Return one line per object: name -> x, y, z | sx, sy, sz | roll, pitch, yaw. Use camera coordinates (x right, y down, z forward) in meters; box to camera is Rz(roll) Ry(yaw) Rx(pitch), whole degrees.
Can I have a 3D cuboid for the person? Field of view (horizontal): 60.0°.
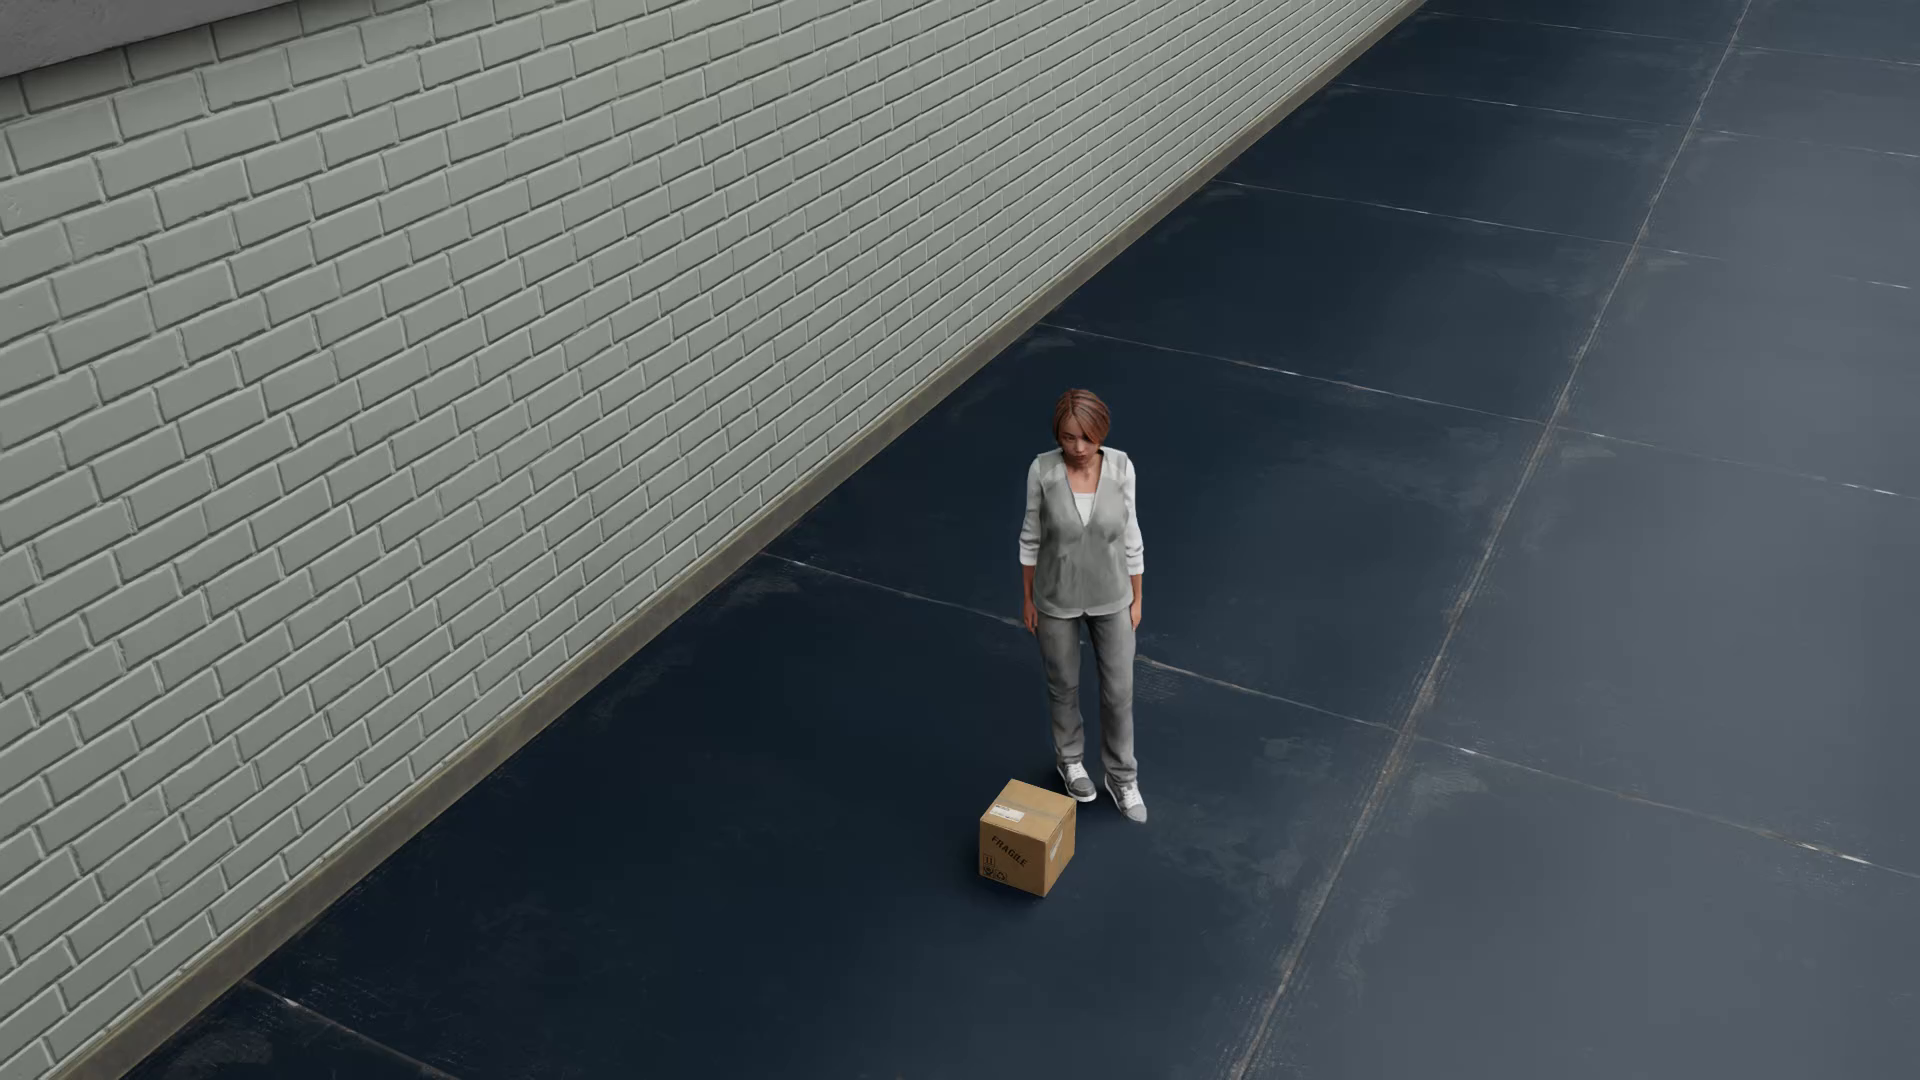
person -> 0.422, 0.291, 5.810 | 0.440, 1.278, 0.304 | 0, 30, 0
